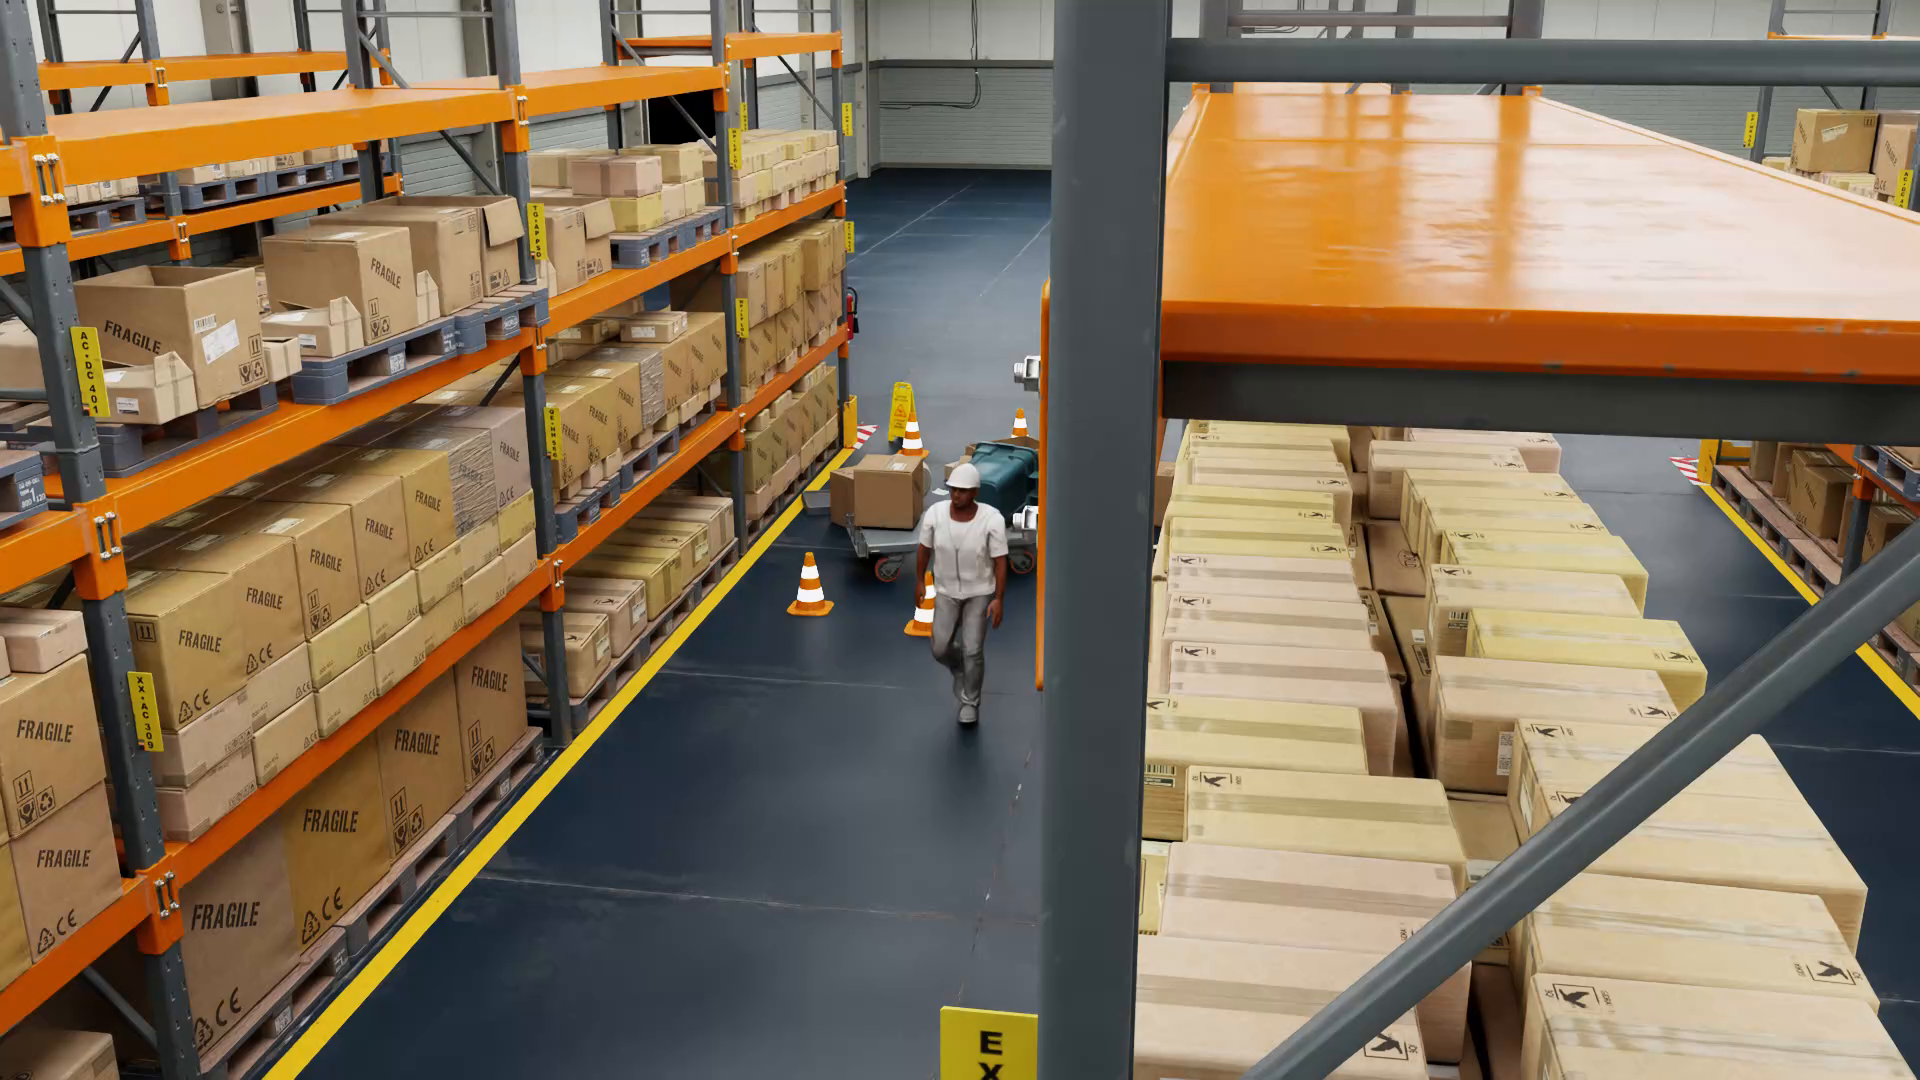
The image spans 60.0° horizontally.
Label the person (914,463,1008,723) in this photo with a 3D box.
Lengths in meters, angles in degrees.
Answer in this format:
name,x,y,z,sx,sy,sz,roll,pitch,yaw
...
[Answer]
name,x,y,z,sx,sy,sz,roll,pitch,yaw
person,0.008,0.324,10.959,0.657,1.751,0.555,4,18,13
